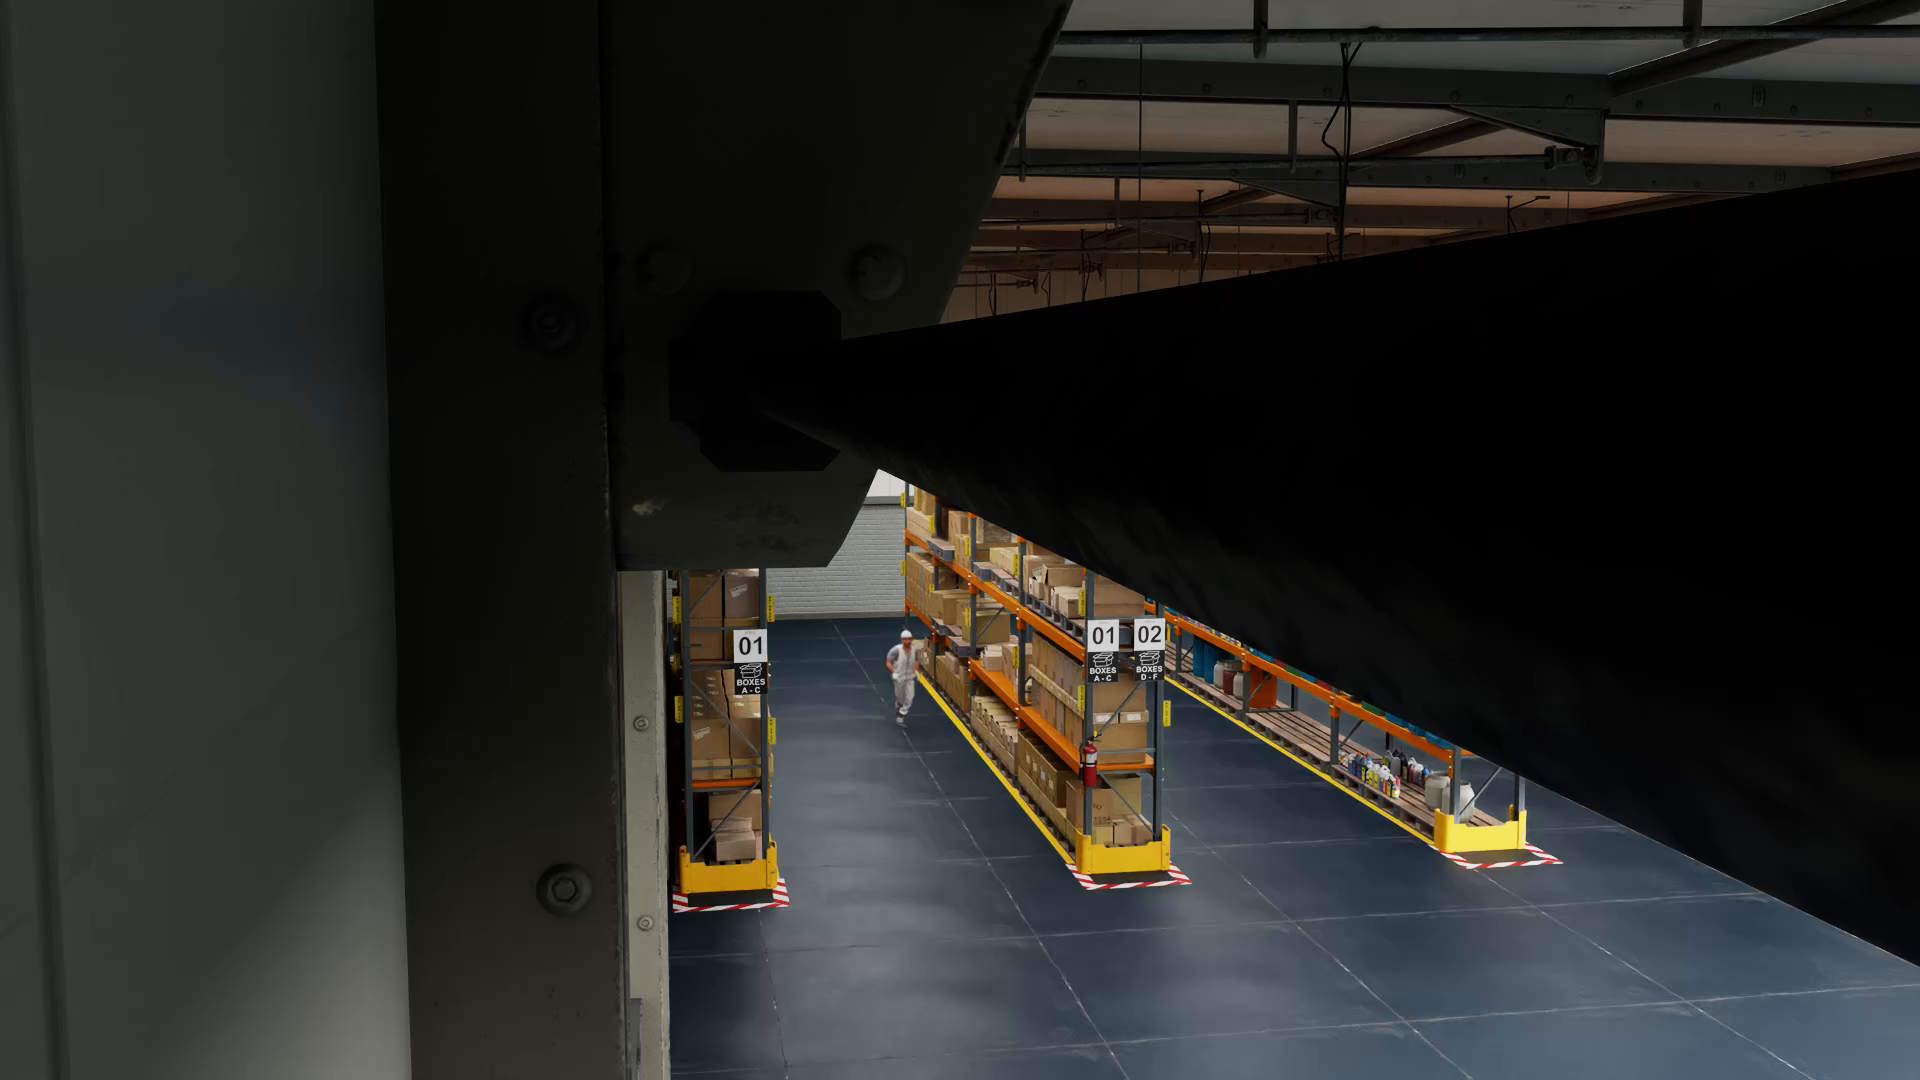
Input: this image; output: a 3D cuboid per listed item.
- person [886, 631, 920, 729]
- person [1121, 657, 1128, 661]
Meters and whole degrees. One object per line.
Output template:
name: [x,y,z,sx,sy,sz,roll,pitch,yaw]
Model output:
person: [-1.022,2.435,29.360,0.651,1.734,0.627,-2,6,-22]
person: [3.286,2.007,33.600,0.633,1.702,0.728,-2,6,-22]
